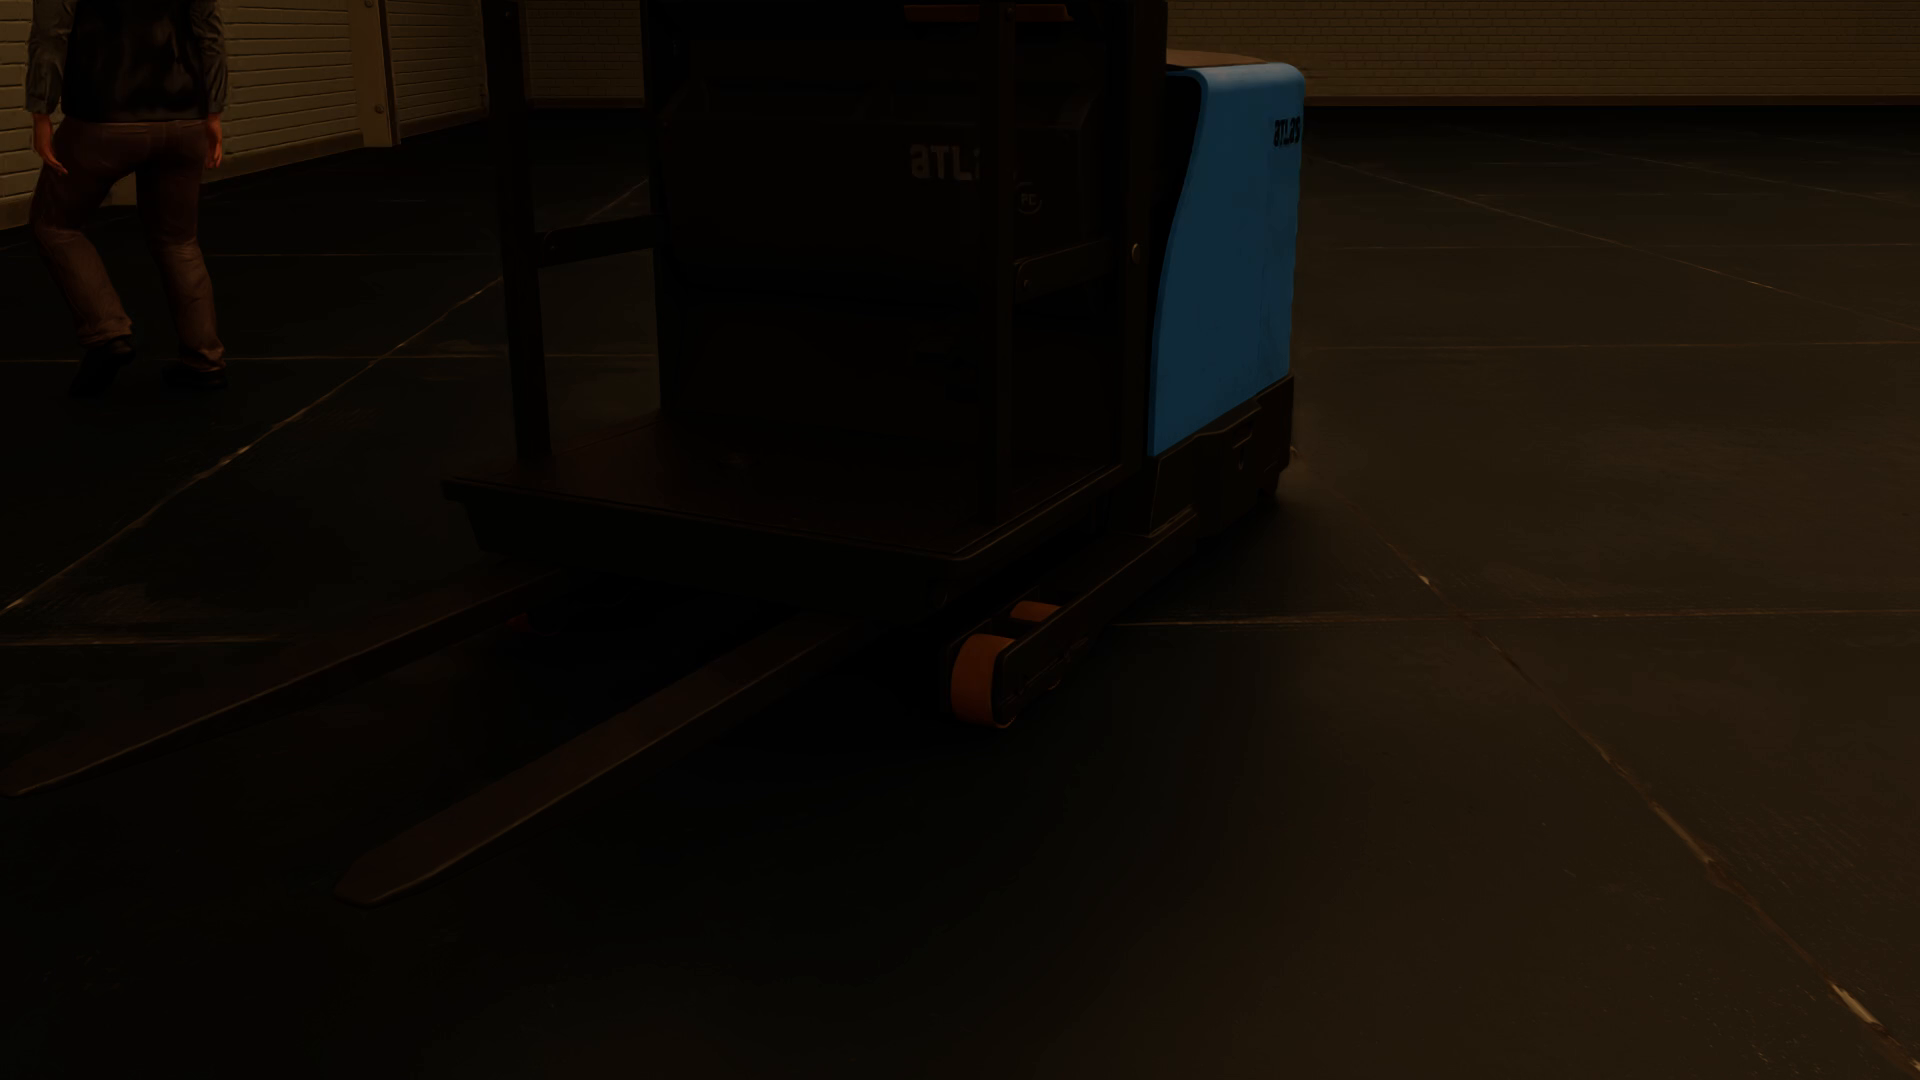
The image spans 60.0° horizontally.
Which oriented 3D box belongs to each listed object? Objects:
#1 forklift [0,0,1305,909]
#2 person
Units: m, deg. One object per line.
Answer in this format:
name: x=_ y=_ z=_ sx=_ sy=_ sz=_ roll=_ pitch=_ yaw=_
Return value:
forklift: x=-0.264 y=-1.223 z=2.906 sx=1.130 sy=2.935 sz=3.031 roll=8 pitch=19 yaw=26
person: x=-2.708 y=-1.324 z=5.372 sx=0.491 sy=1.724 sz=0.645 roll=11 pitch=20 yaw=32
